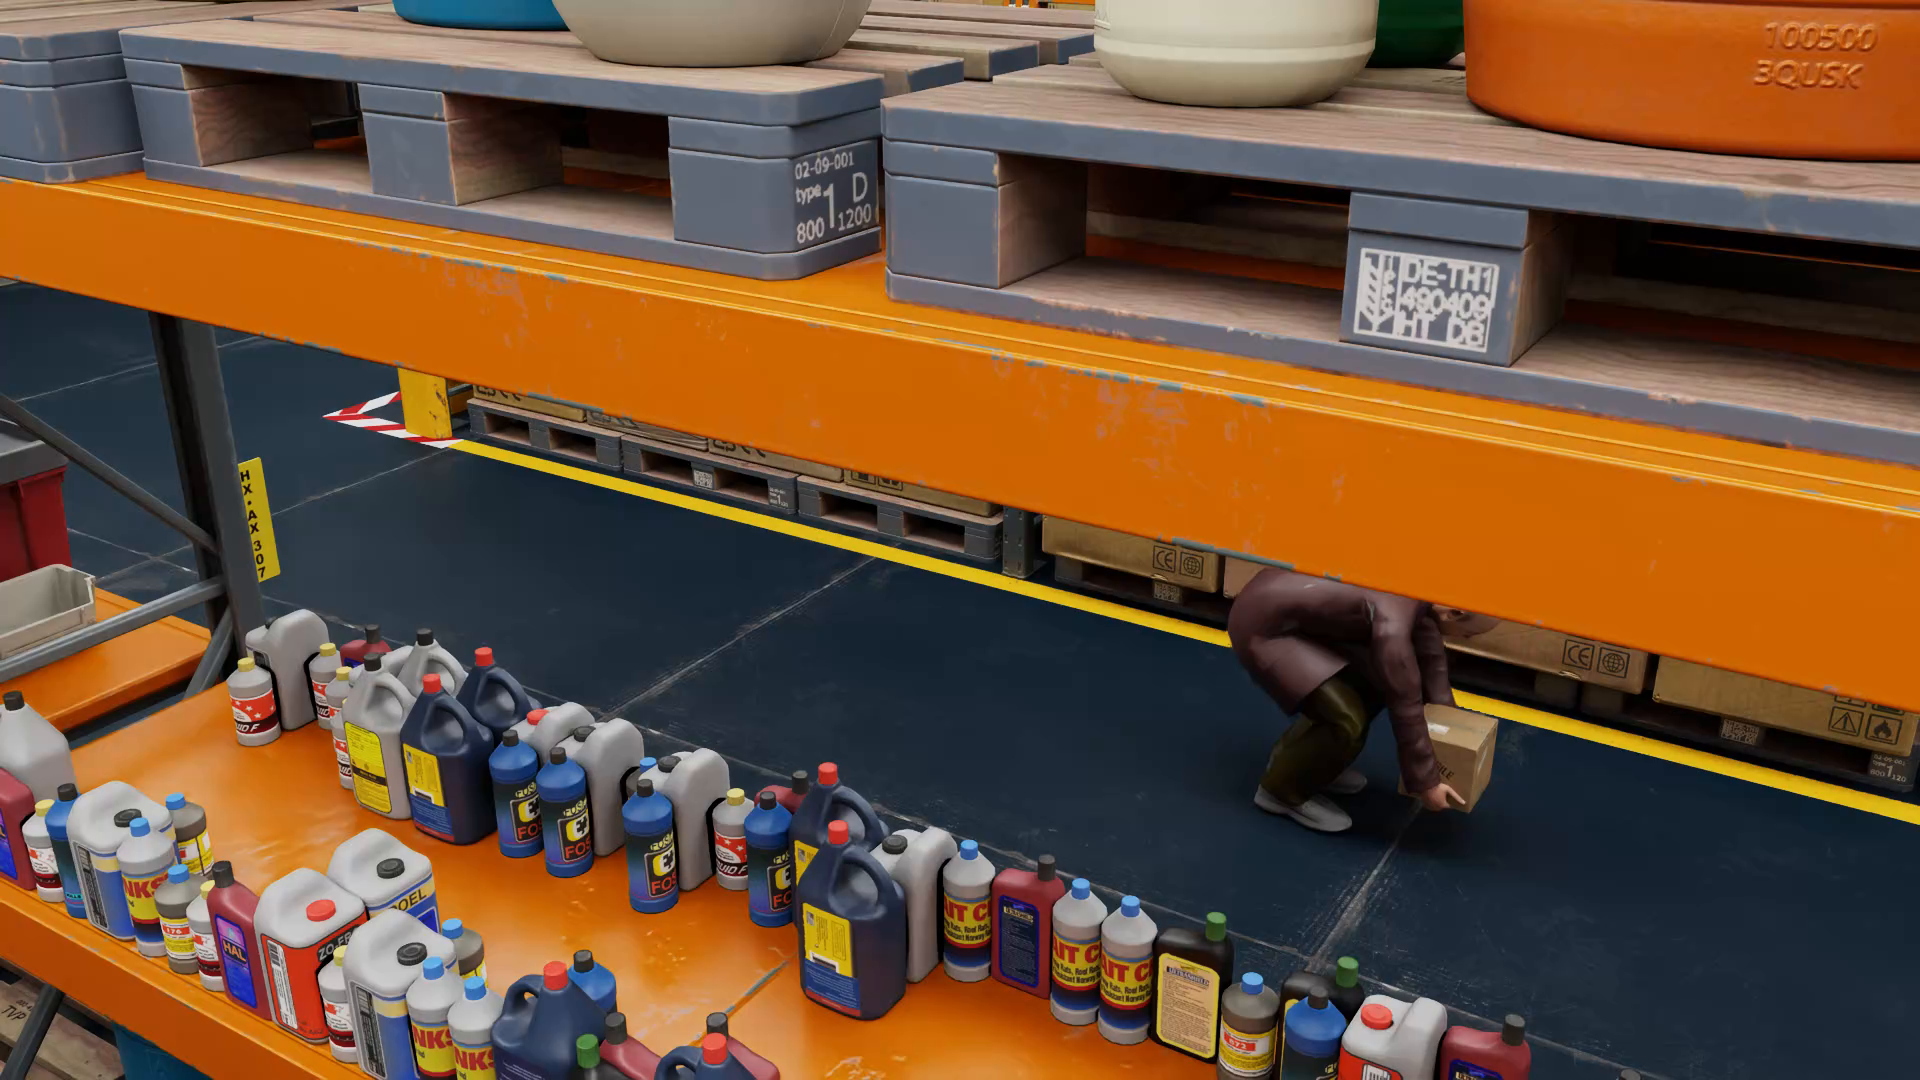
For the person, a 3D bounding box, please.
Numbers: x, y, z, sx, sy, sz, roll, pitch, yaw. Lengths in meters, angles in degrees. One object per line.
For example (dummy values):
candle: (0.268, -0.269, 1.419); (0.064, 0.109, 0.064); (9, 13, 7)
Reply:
person: (1.396, 0.524, 5.868); (0.939, 1.002, 0.591); (12, 26, 27)
